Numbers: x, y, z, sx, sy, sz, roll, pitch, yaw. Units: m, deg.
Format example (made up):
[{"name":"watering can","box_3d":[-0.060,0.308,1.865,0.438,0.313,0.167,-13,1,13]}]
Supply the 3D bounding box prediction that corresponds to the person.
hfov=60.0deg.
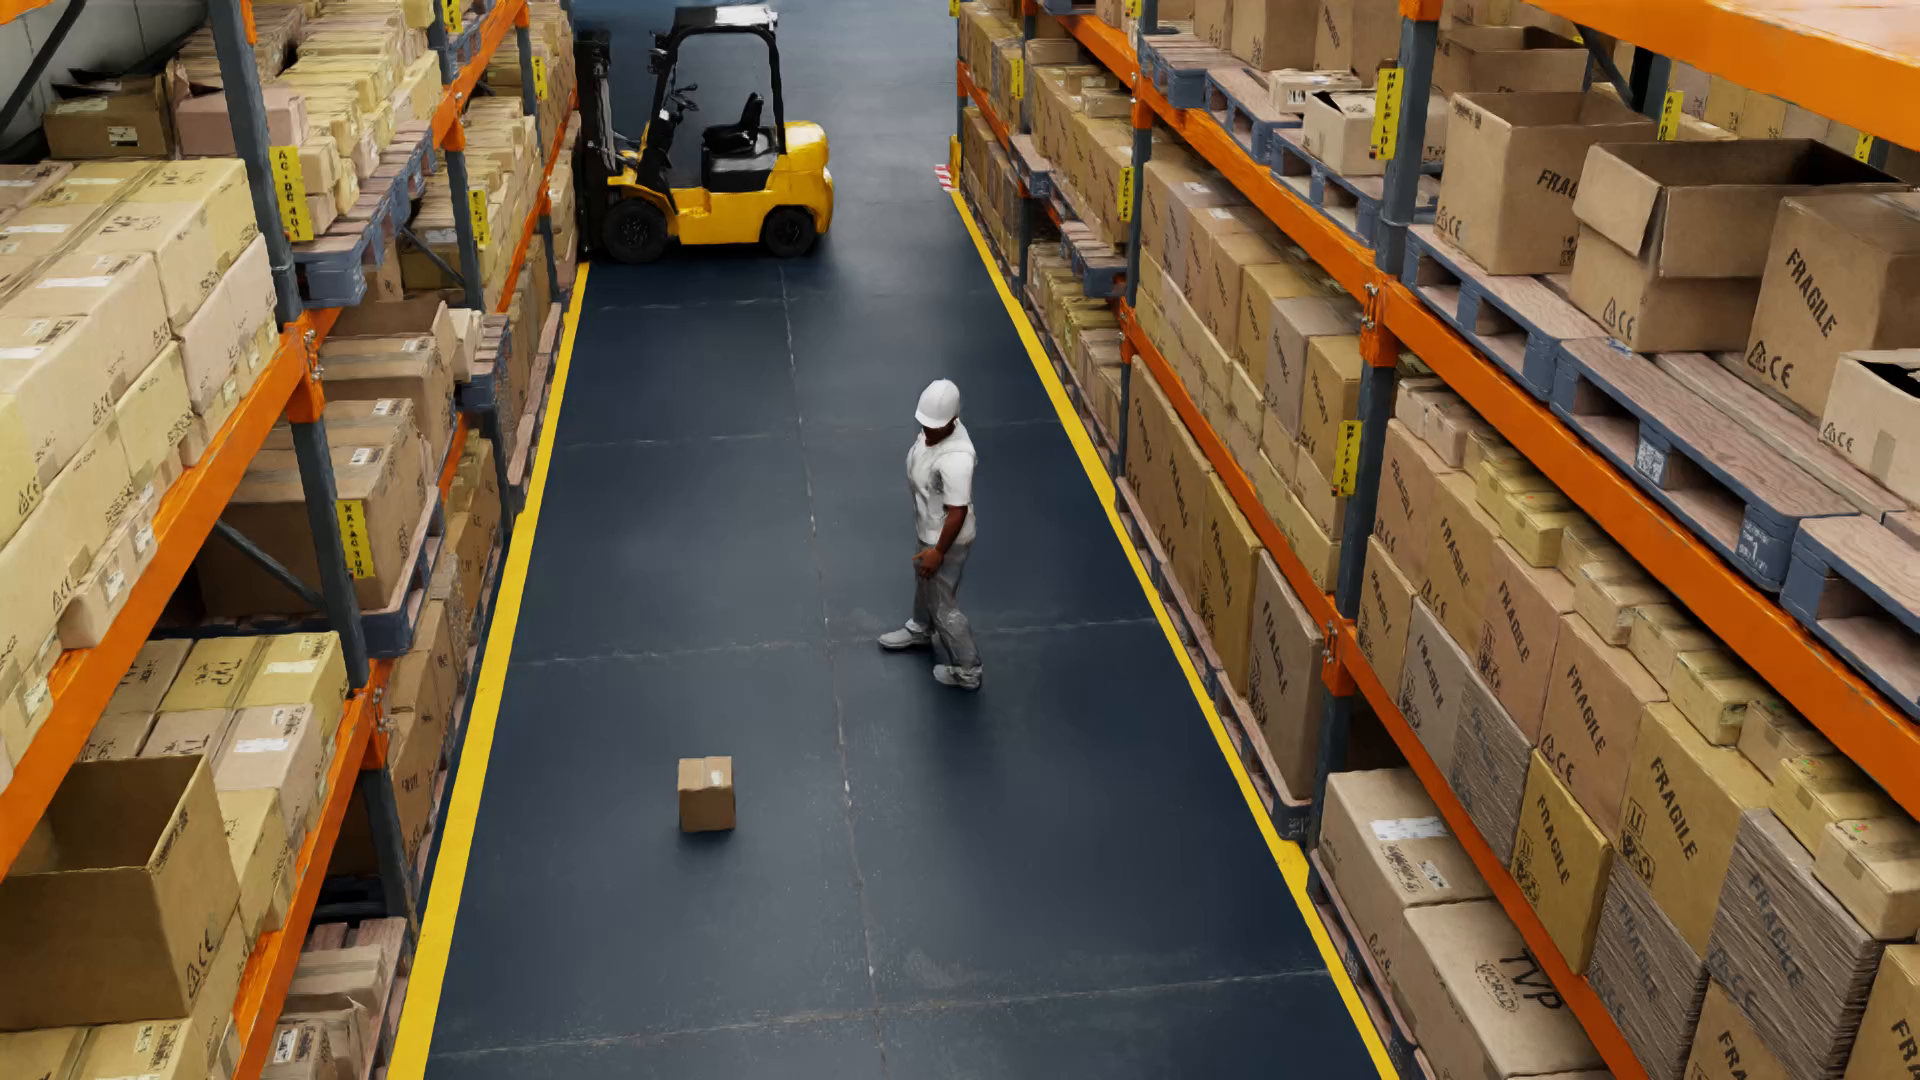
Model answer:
[{"name":"person","box_3d":[-0.166,-0.063,8.745,0.563,1.757,0.672,-1,27,-2]}]
